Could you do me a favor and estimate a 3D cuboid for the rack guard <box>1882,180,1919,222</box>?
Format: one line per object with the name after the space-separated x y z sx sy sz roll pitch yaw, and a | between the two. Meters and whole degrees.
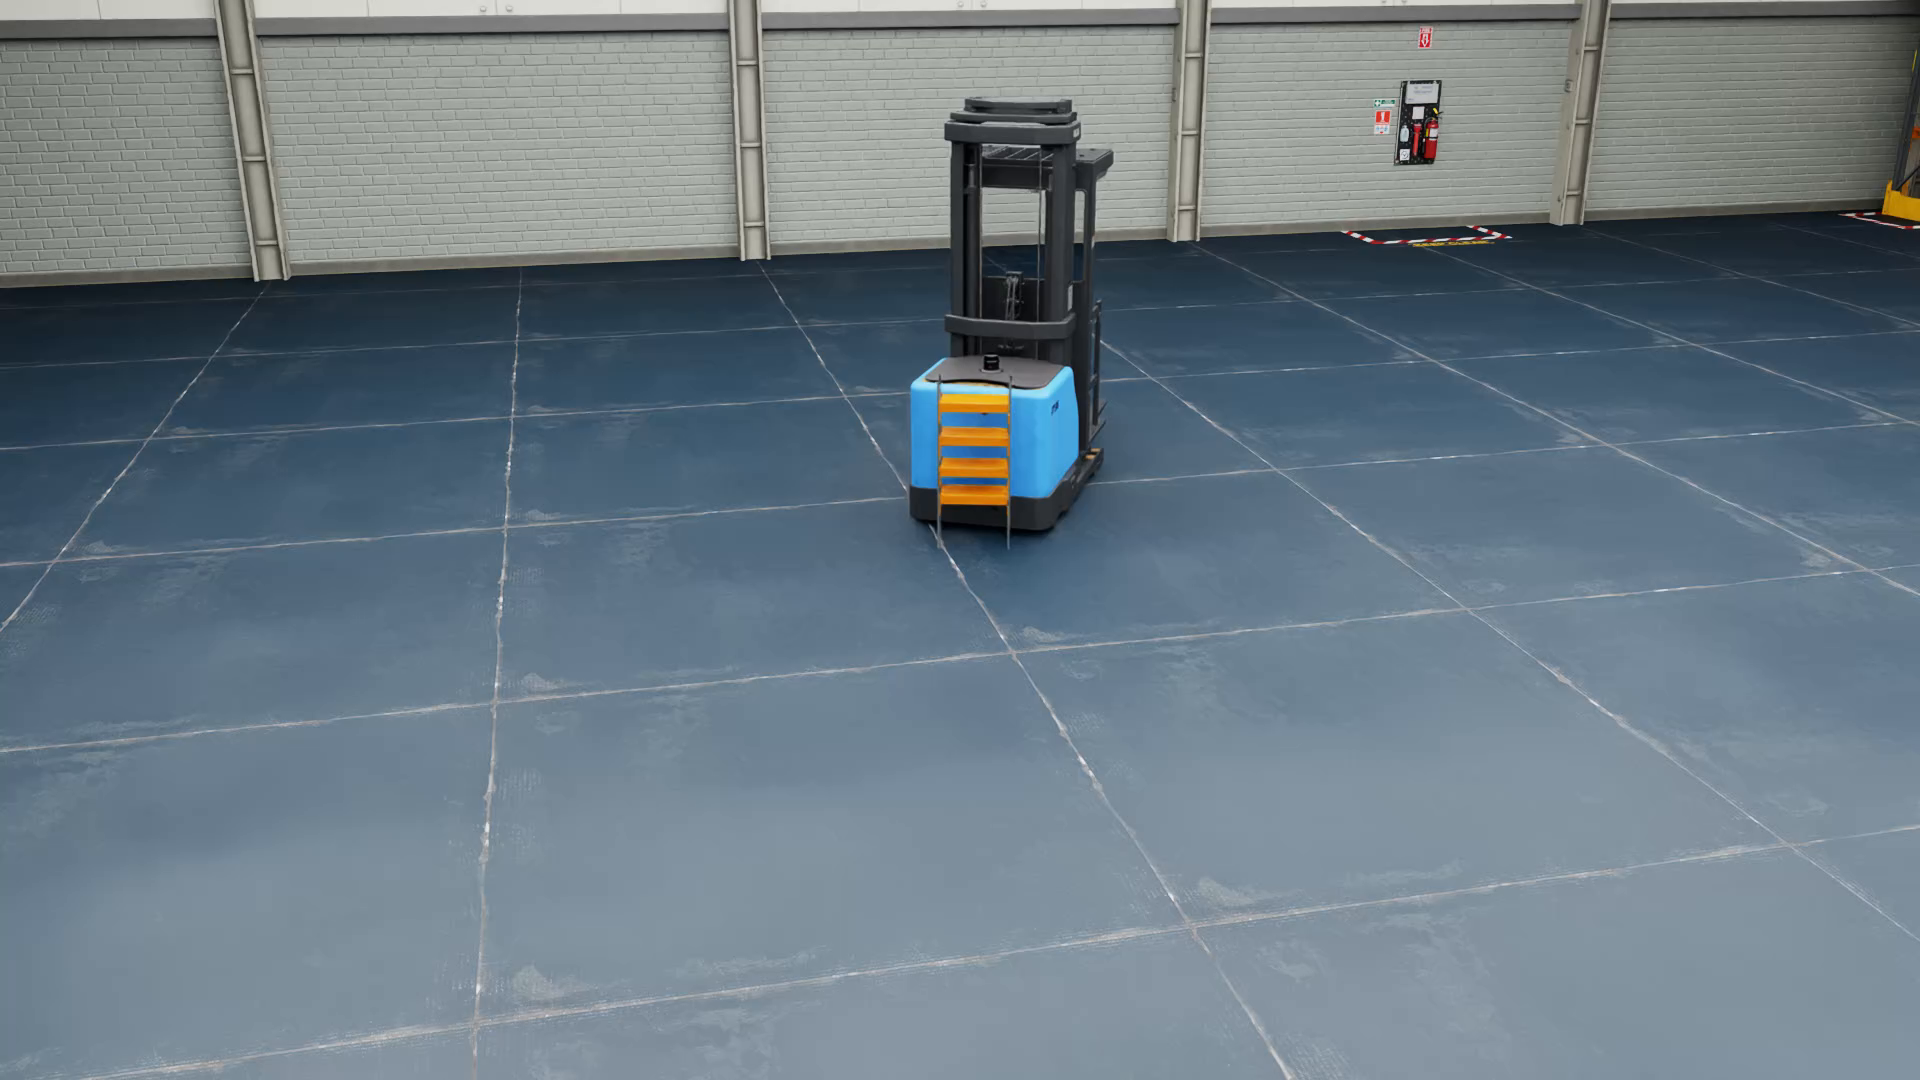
14.391 -5.056 24.889 0.348 0.500 1.175 -5 21 -12 | rack guard

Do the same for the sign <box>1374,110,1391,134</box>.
5.984 -5.918 23.557 0.234 0.329 0.001 -5 21 -12 | sign

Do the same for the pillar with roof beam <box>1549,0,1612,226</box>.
9.950 -7.469 19.122 0.400 9.000 9.100 -5 21 -12 | pillar with roof beam

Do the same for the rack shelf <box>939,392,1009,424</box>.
0.101 -0.905 11.398 0.480 0.148 0.258 1 20 3 | rack shelf

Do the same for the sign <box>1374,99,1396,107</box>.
5.991 -6.164 23.459 0.331 0.109 0.001 -5 21 -12 | sign

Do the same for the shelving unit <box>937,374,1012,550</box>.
0.101 -0.536 11.533 0.503 1.200 0.258 1 20 3 | shelving unit

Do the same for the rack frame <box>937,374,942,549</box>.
-0.143 -0.540 11.544 0.015 1.200 0.240 1 20 3 | rack frame

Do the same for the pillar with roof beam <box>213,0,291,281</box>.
-7.567 -6.045 15.233 0.400 9.000 9.100 -5 21 -12 | pillar with roof beam

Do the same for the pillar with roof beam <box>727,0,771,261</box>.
-1.728 -6.520 16.529 0.400 9.000 9.100 -5 21 -12 | pillar with roof beam

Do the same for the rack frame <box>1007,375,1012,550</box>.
0.344 -0.532 11.521 0.015 1.200 0.240 1 20 3 | rack frame

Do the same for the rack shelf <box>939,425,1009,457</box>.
0.101 -0.683 11.479 0.480 0.148 0.258 1 20 3 | rack shelf

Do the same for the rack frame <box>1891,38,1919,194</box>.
14.317 -6.223 24.443 0.127 3.000 1.000 -5 21 -12 | rack frame

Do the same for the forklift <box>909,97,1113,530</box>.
0.532 -1.919 12.791 1.130 2.935 3.031 6 21 15 | forklift

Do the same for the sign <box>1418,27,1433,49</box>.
6.515 -7.032 23.279 0.199 0.298 0.001 -5 21 -12 | sign

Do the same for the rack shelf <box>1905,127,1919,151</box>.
16.263 -6.044 24.999 4.000 0.370 1.077 -5 21 -12 | rack shelf

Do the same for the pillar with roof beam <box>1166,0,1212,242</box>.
4.111 -6.994 17.826 0.400 9.000 9.100 -5 21 -12 | pillar with roof beam

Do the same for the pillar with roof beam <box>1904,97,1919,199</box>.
15.789 -7.944 20.419 0.400 9.000 9.100 -5 21 -12 | pillar with roof beam

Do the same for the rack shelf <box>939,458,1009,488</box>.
0.101 -0.473 11.556 0.480 0.148 0.258 1 20 3 | rack shelf

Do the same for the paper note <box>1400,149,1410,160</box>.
6.358 -5.506 23.765 0.142 0.148 0.016 -5 21 -12 | paper note

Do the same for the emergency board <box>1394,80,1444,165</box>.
6.546 -5.911 23.589 0.643 1.169 0.194 -5 21 -12 | emergency board

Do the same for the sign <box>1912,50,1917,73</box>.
14.208 -7.103 24.701 0.005 0.325 0.100 -5 21 -12 | sign

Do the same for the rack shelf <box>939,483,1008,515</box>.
0.101 -0.286 11.624 0.480 0.148 0.258 1 20 3 | rack shelf
